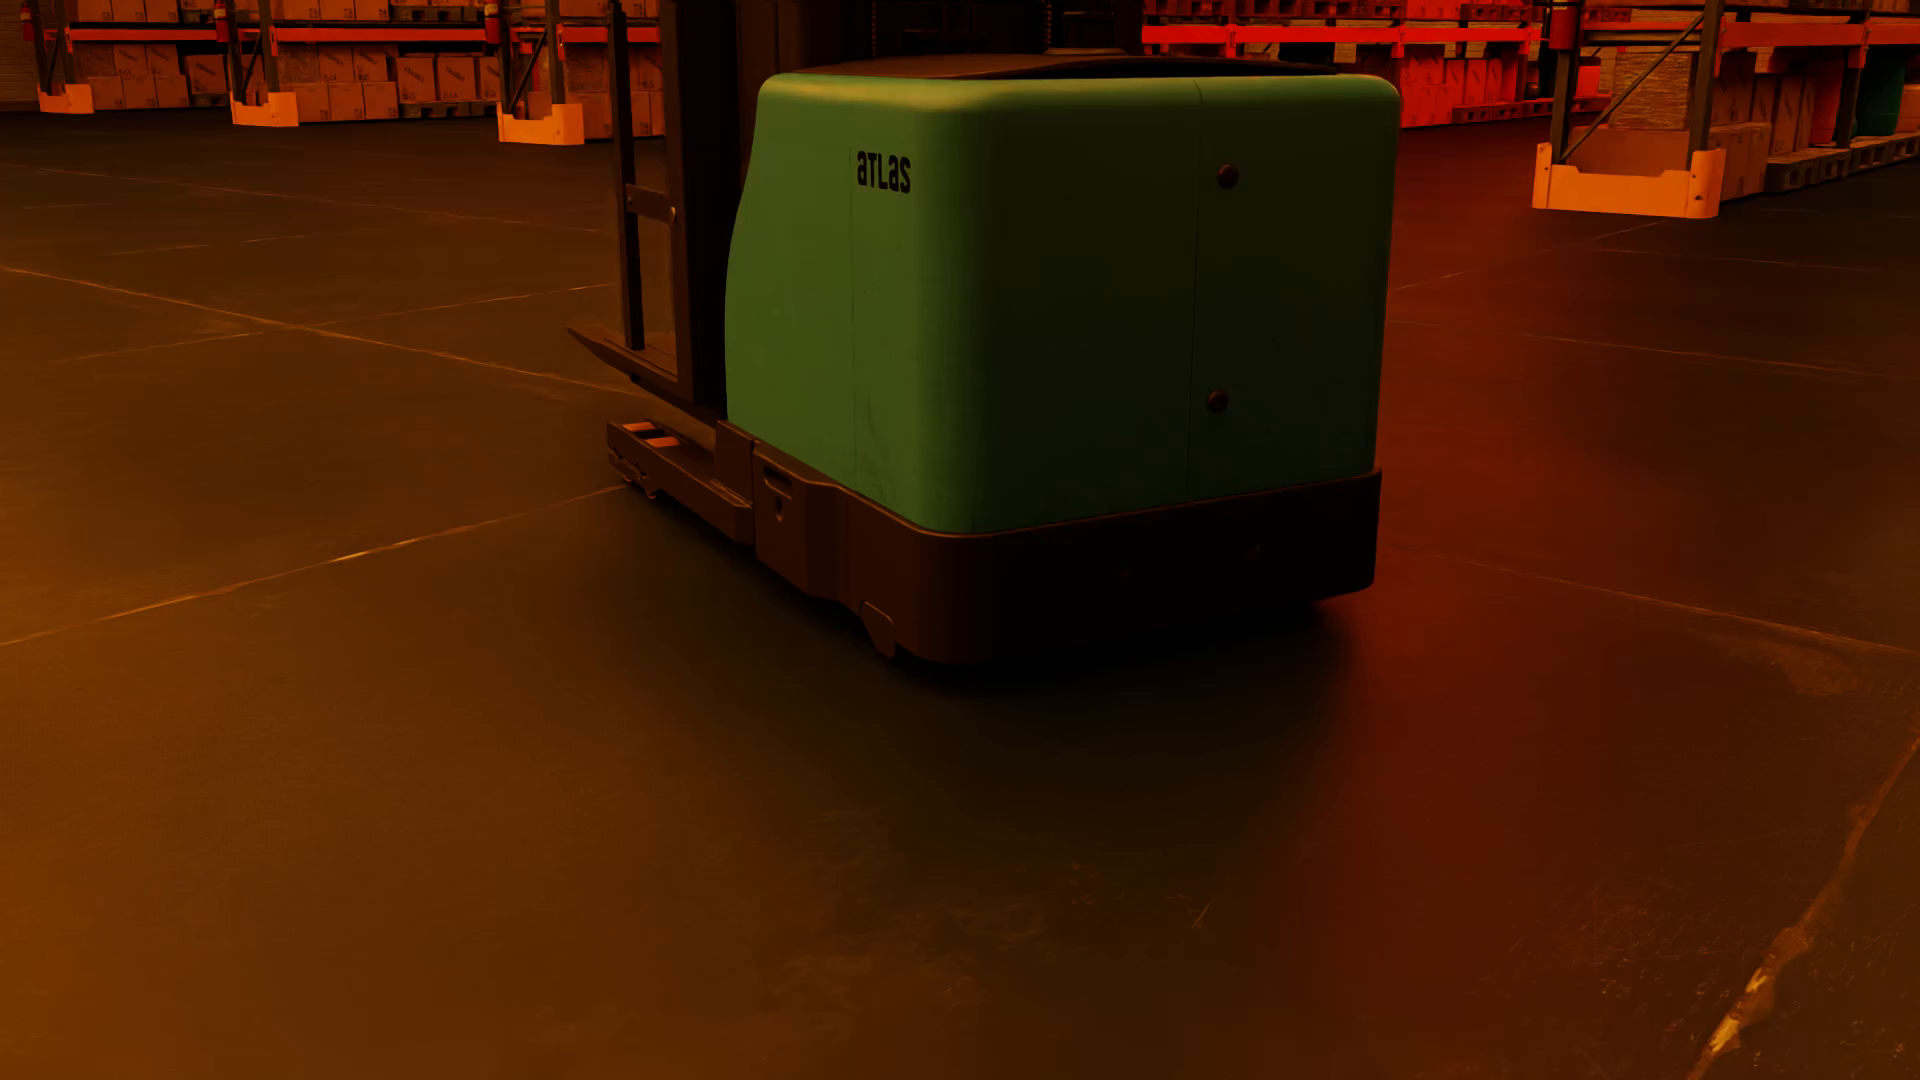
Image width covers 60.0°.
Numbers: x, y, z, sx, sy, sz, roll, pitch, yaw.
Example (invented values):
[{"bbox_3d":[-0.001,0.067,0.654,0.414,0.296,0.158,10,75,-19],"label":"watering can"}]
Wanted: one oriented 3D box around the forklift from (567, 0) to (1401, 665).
[{"bbox_3d":[-0.288,-1.559,4.031,1.130,2.935,3.031,-9,19,-27],"label":"forklift"}]
